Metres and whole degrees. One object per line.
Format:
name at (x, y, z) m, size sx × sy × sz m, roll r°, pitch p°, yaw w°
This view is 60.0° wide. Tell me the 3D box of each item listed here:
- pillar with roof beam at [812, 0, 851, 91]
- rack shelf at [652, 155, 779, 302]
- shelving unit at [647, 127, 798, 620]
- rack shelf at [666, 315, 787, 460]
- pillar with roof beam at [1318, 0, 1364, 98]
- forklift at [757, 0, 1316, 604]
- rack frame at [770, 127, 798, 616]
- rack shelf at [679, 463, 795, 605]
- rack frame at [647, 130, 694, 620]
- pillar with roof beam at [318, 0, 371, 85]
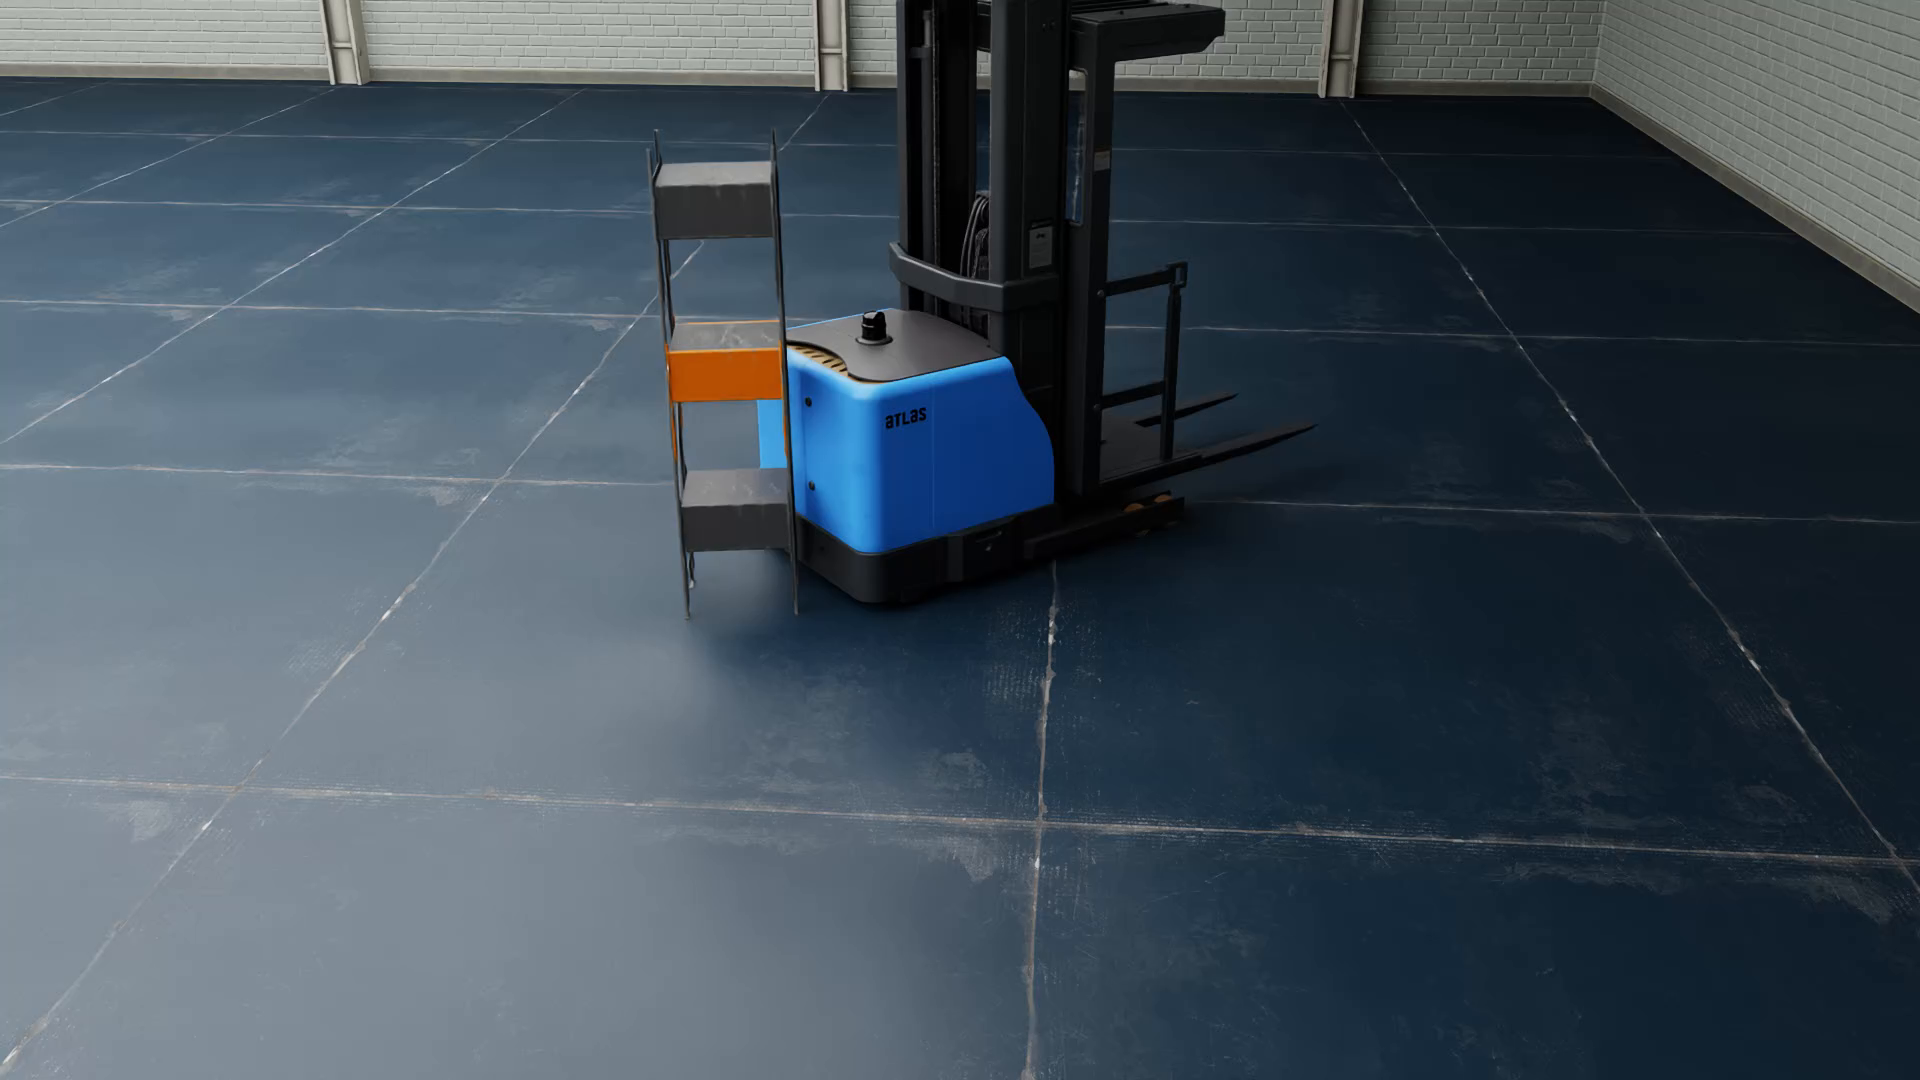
pillar with roof beam at (-1.861, -7.750, 14.327) m, size 0.400 × 9.000 × 9.100 m, roll 2°, pitch 25°, yaw 4°
rack shelf at (-1.006, -1.308, 6.933) m, size 0.480 × 0.518 × 0.431 m, roll -2°, pitch 25°, yaw -4°
shelving unit at (-1.003, -0.686, 7.223) m, size 0.503 × 2.100 × 0.431 m, roll -2°, pitch 25°, yaw -4°
rack shelf at (-1.003, -0.673, 7.228) m, size 0.480 × 0.518 × 0.431 m, roll -2°, pitch 25°, yaw -4°
pillar with roof beam at (4.122, -7.558, 13.909) m, size 0.400 × 9.000 × 9.100 m, roll 2°, pitch 25°, yaw 4°
forklift at (0.520, -1.509, 8.024) m, size 3.031 × 2.935 × 1.130 m, roll -16°, pitch 29°, yaw -32°
rack frame at (-0.760, -0.695, 7.241) m, size 0.015 × 2.100 × 0.400 m, roll -2°, pitch 25°, yaw -4°
rack shelf at (-0.999, -0.039, 7.524) m, size 0.480 × 0.518 × 0.431 m, roll -2°, pitch 25°, yaw -4°
rack frame at (-1.246, -0.676, 7.204) m, size 0.015 × 2.100 × 0.400 m, roll -2°, pitch 25°, yaw -4°
pillar with roof beam at (-7.843, -7.942, 14.744) m, size 0.400 × 9.000 × 9.100 m, roll 2°, pitch 25°, yaw 4°
